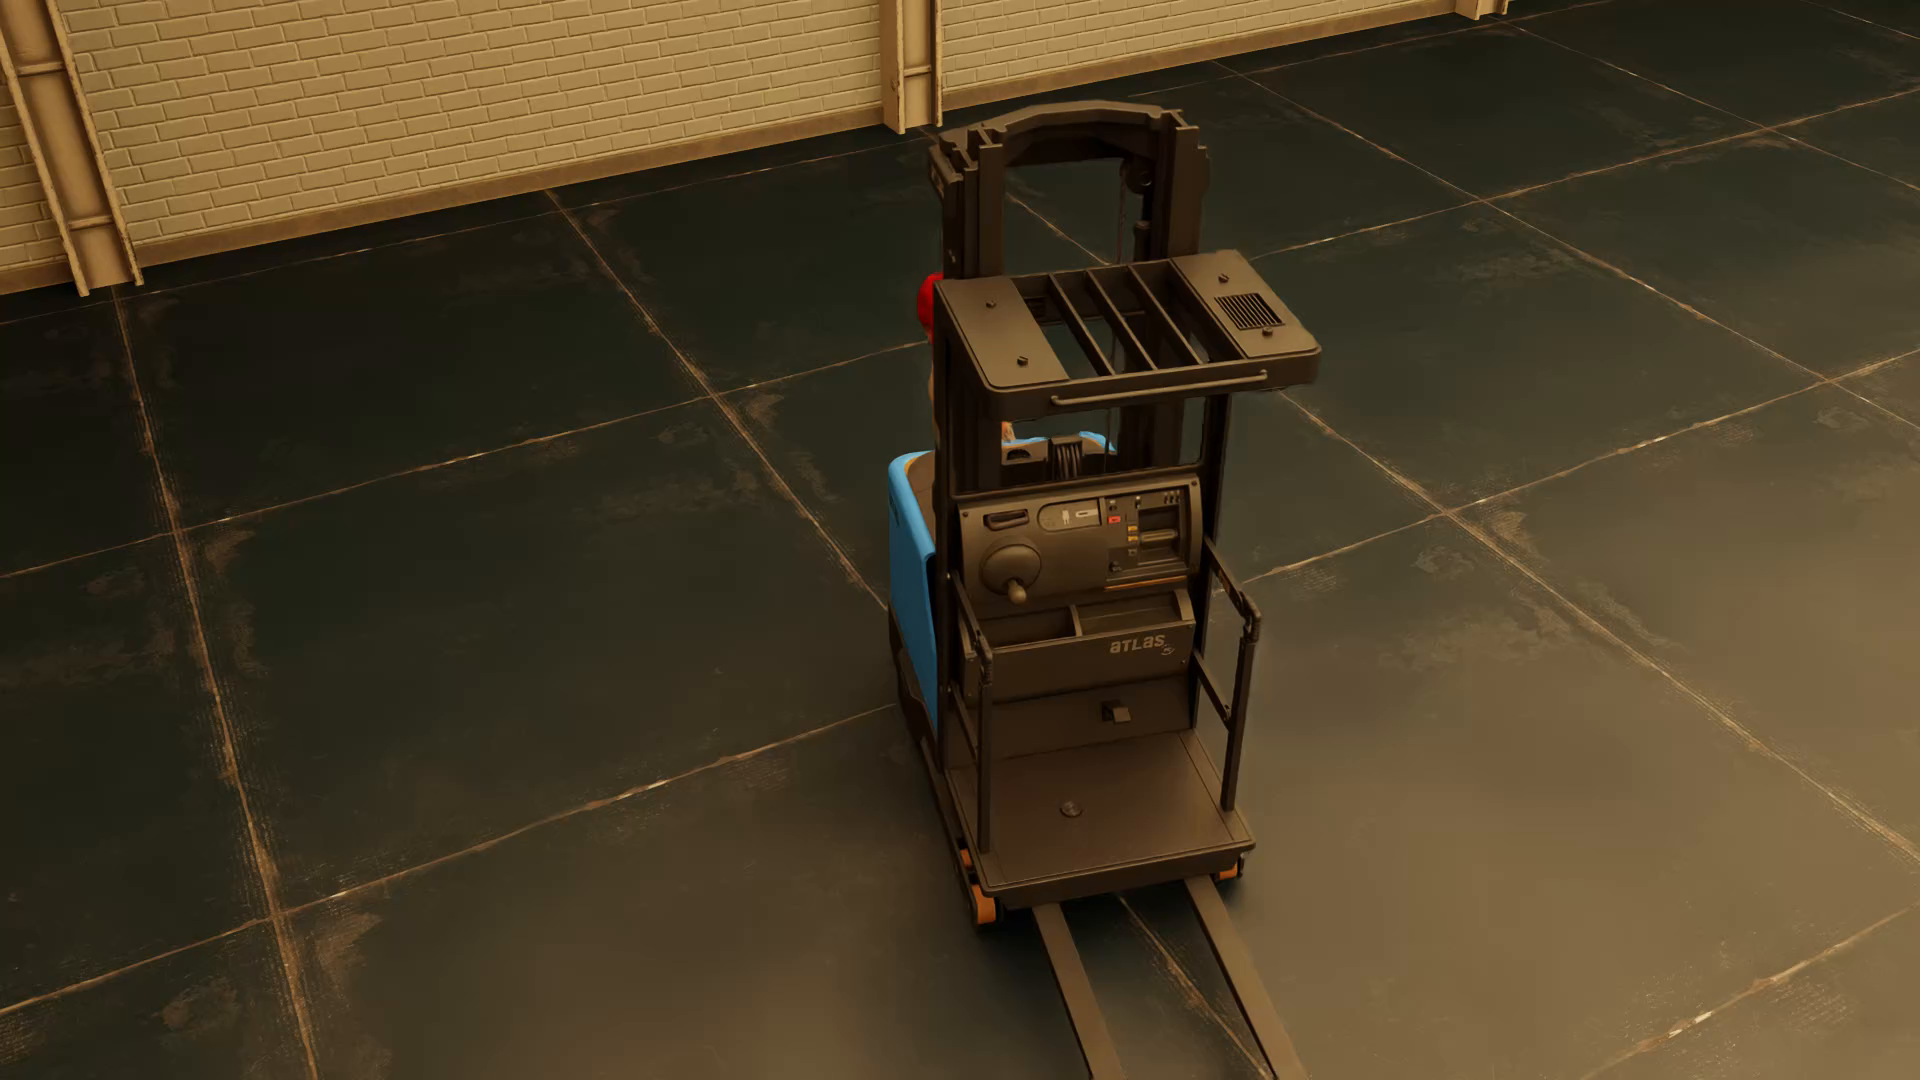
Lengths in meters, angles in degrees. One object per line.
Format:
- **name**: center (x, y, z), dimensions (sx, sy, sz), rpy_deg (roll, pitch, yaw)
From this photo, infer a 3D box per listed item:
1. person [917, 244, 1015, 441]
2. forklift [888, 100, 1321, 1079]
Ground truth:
- **person**: center (0.110, -0.755, 8.236), dimensions (0.521, 1.724, 0.669), rpy_deg (-19, 40, -25)
- **forklift**: center (0.507, 0.066, 6.030), dimensions (1.130, 2.935, 3.031), rpy_deg (-8, 36, -11)
